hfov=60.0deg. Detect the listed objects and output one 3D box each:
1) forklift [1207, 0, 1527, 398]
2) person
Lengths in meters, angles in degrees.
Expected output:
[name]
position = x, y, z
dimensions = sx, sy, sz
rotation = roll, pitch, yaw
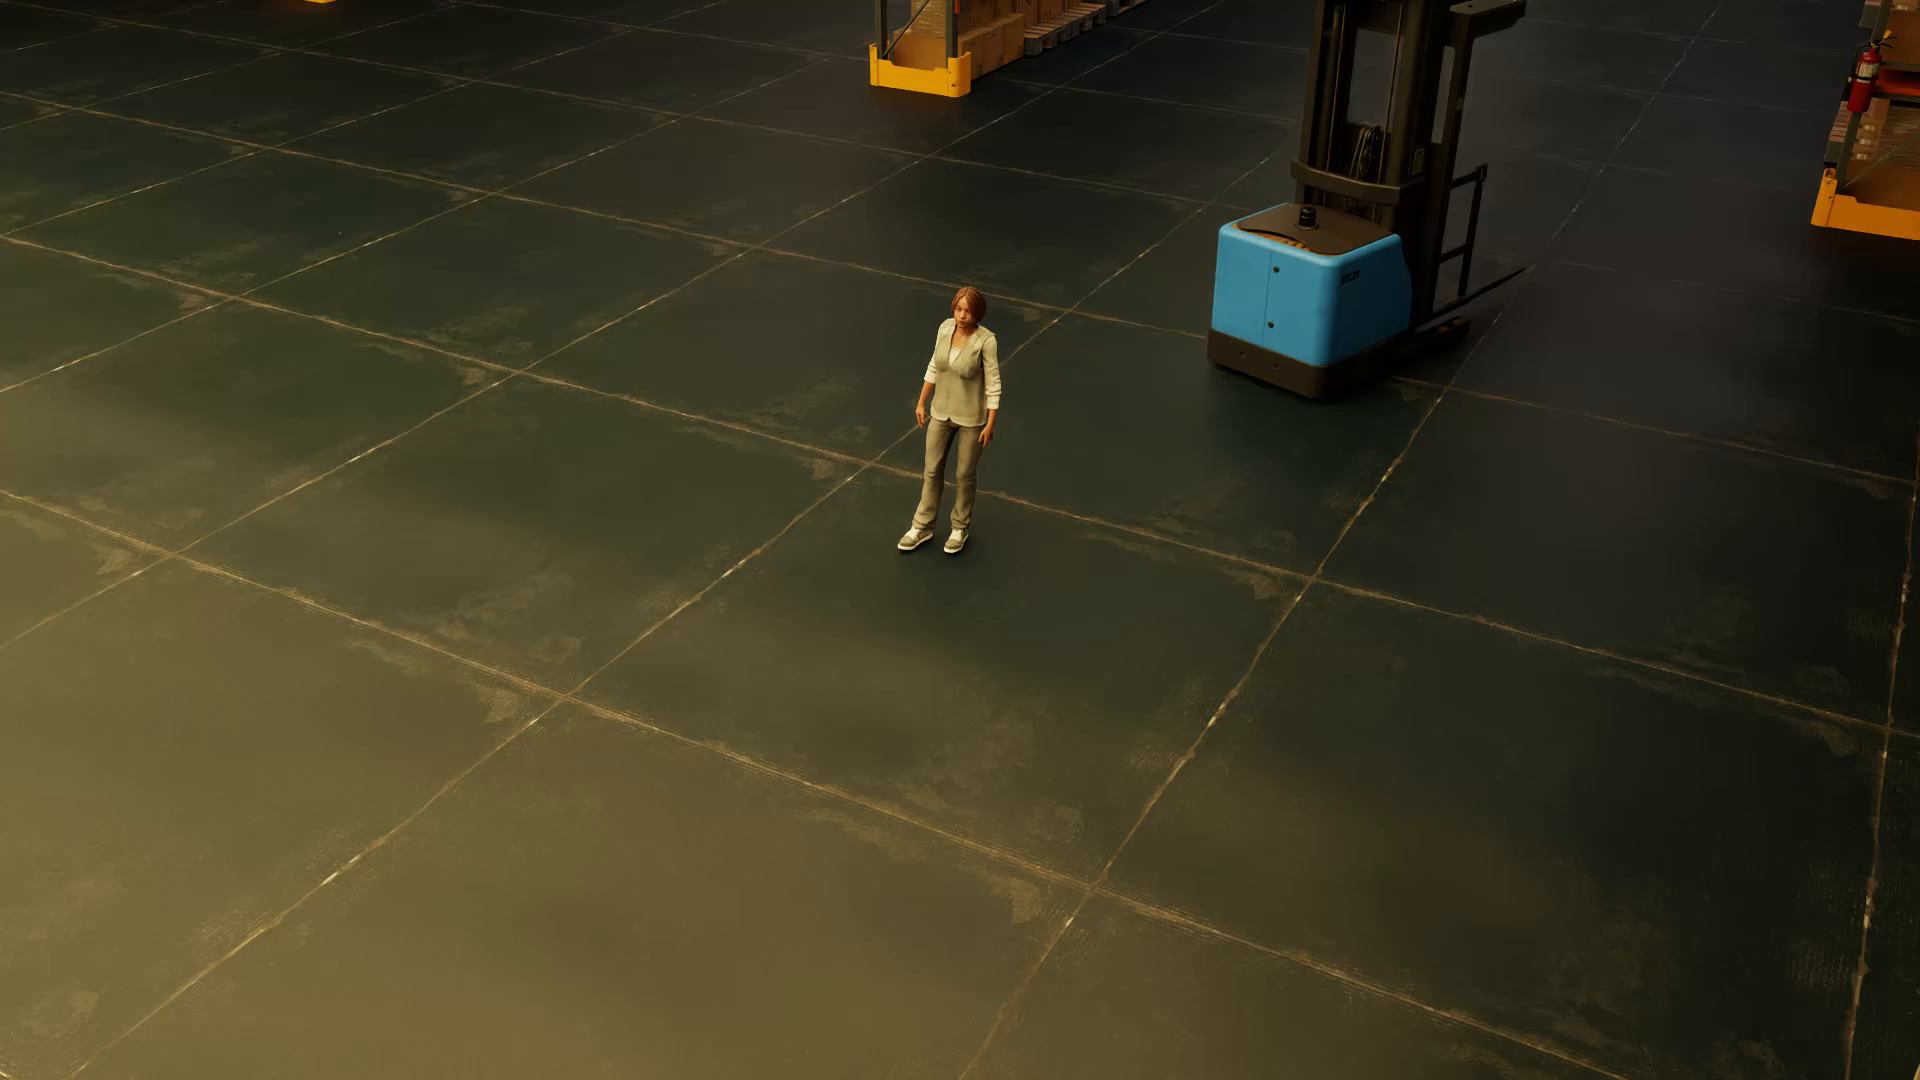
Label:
[forklift]
position = 3.226, -2.879, 12.059
dimensions = 3.031, 2.935, 1.130
rotation = -25, 38, -36
[person]
position = -0.049, -0.669, 9.549
dimensions = 0.520, 1.599, 0.473
rotation = 15, 33, 25
